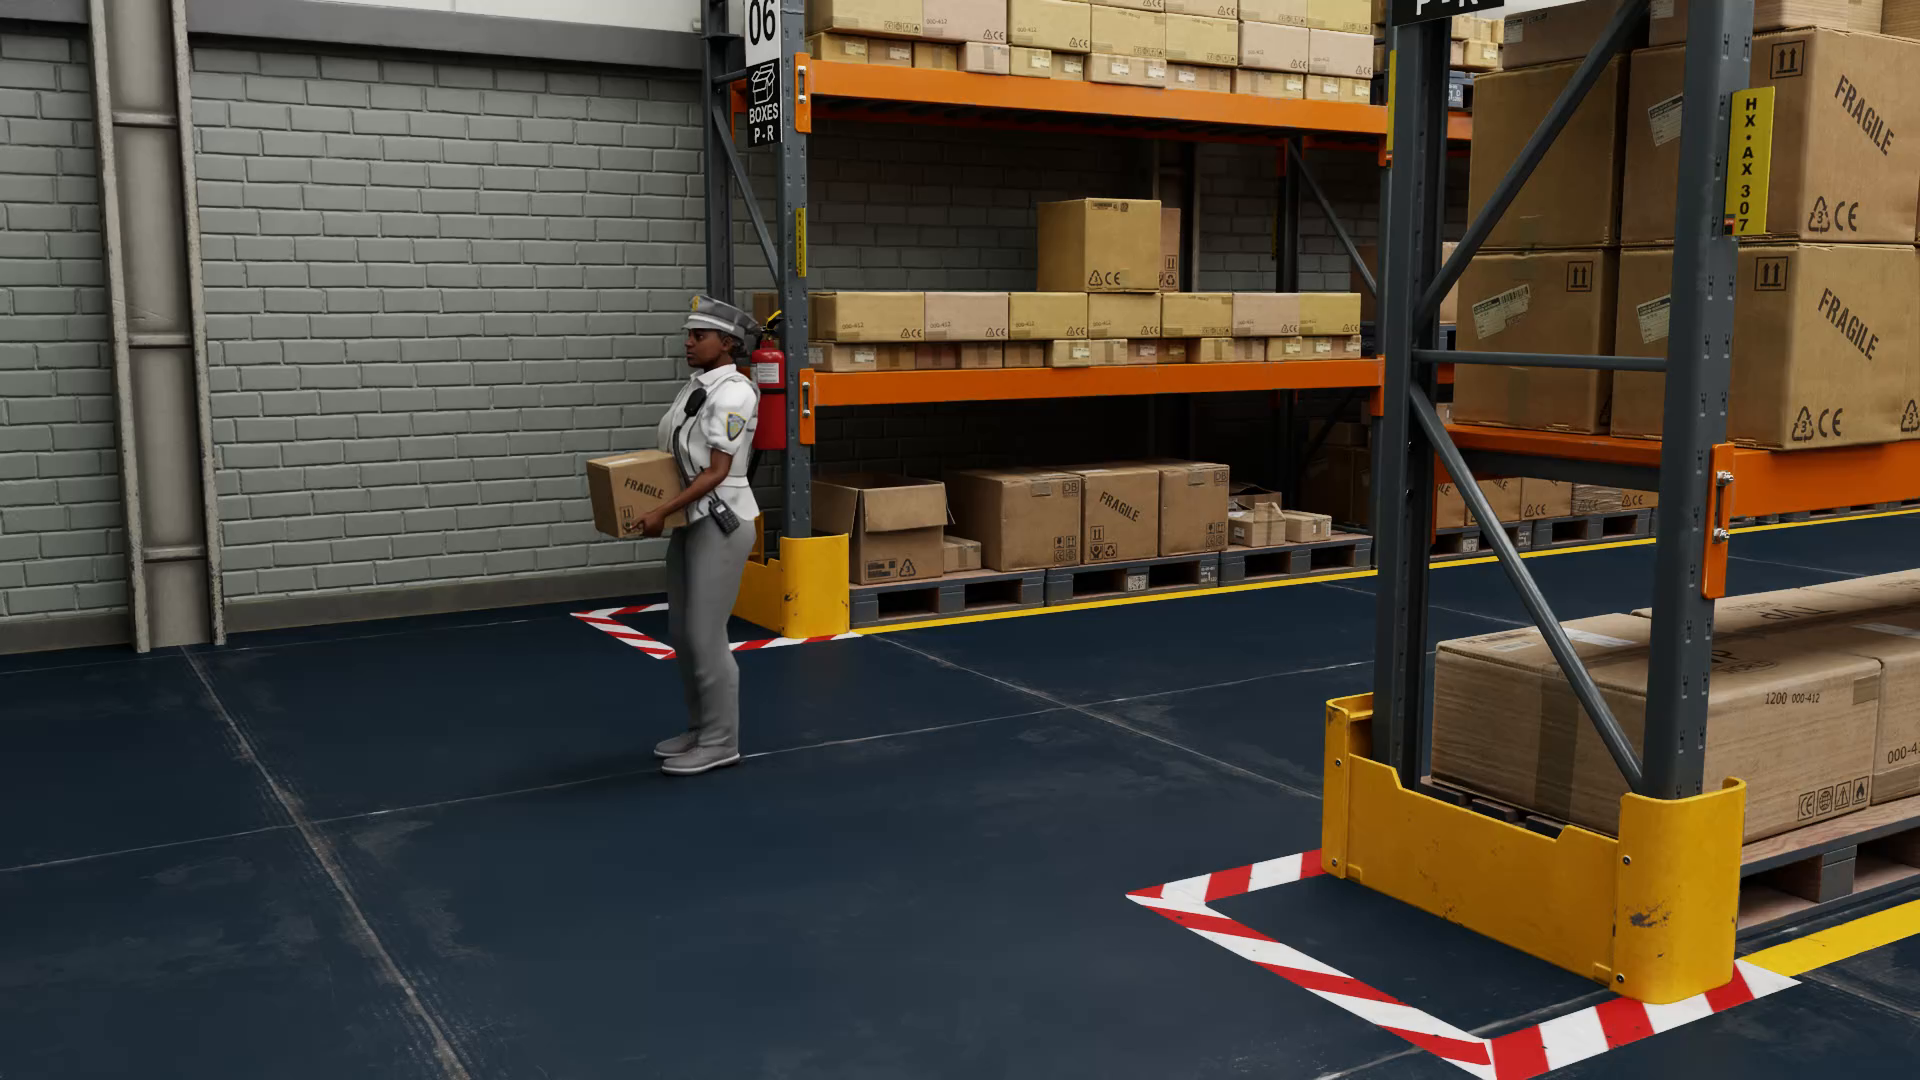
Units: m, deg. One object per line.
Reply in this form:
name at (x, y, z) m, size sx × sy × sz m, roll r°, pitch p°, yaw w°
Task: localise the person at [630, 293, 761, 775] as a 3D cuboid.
person at (-0.973, -0.026, 5.930) m, size 0.518 × 1.690 × 0.451 m, roll -5°, pitch 10°, yaw -30°
